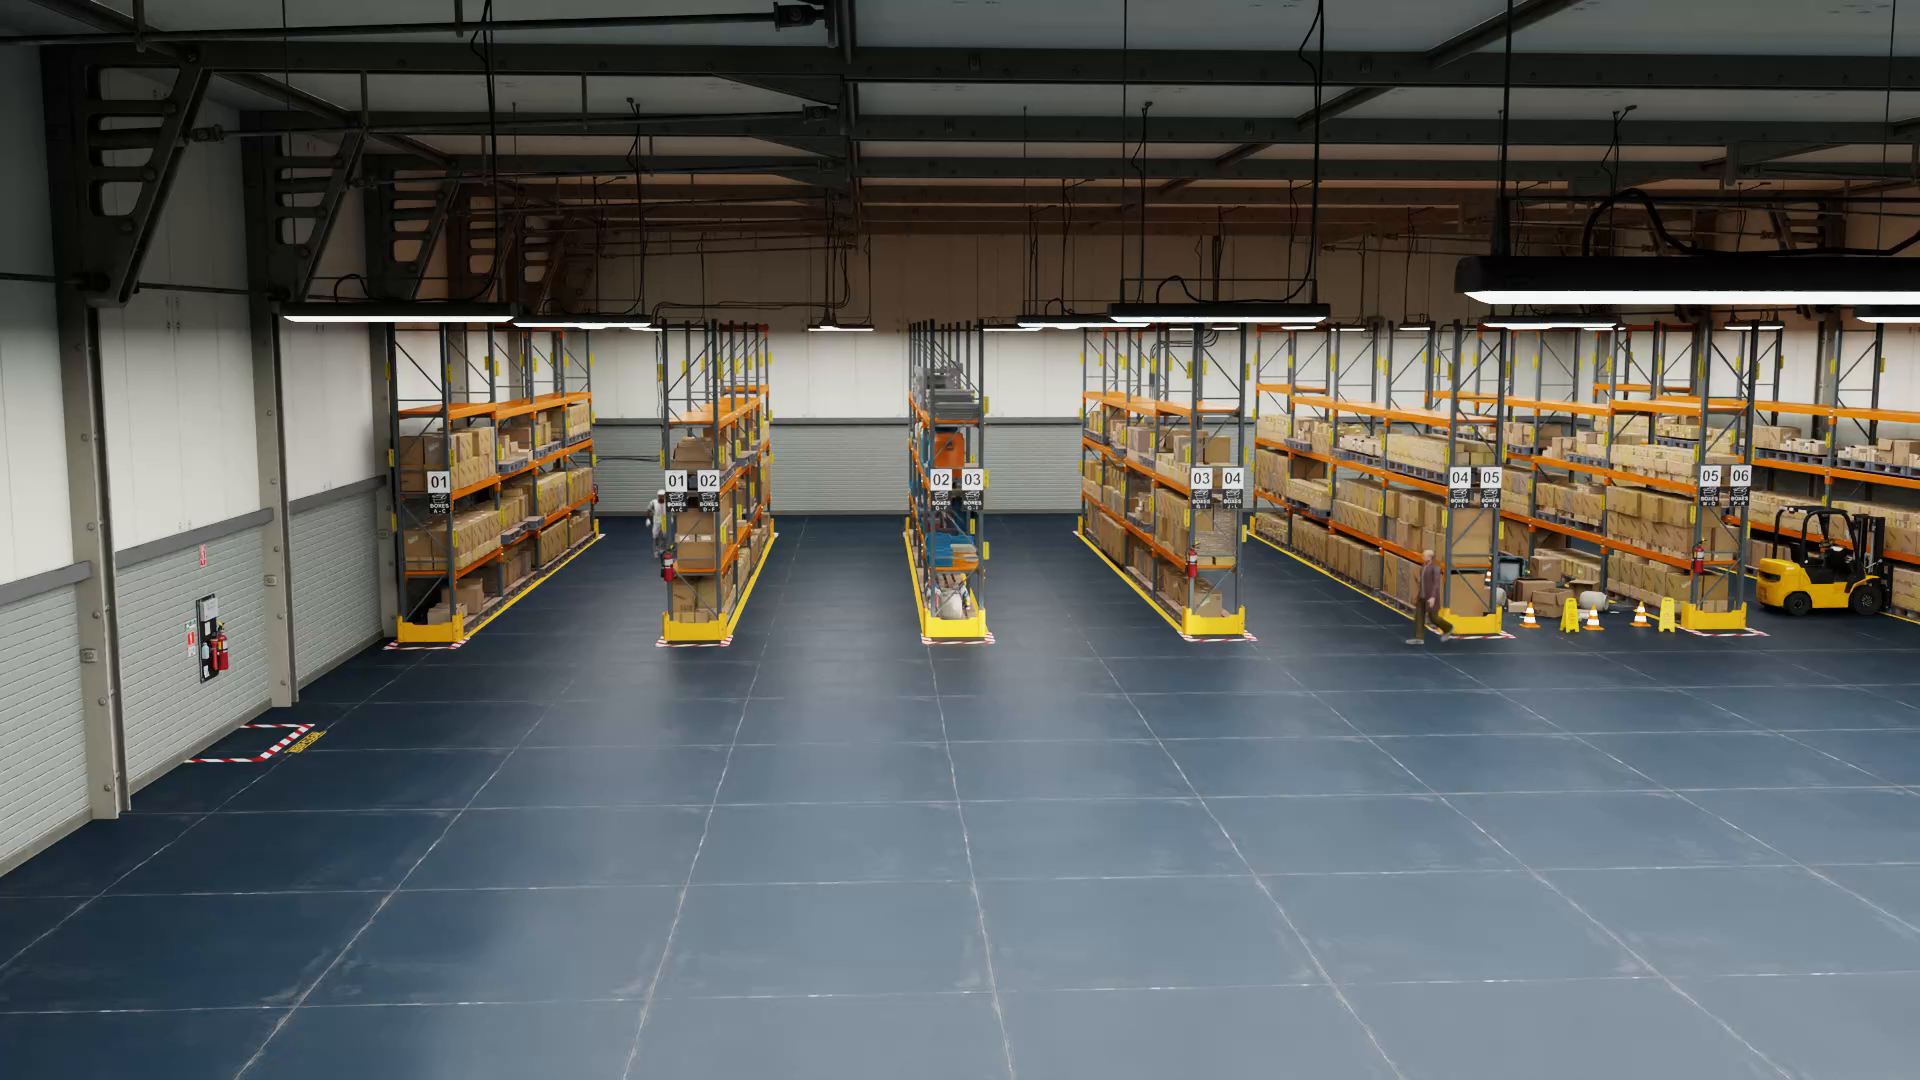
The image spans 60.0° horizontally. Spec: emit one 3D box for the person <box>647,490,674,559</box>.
[{"bbox_3d":[-7.742,-0.409,42.977,0.735,1.803,0.878,0,7,-3],"label":"person"}]

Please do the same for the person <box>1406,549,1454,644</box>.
[{"bbox_3d":[8.709,1.035,30.728,0.909,1.733,0.548,-4,8,-27],"label":"person"}]
